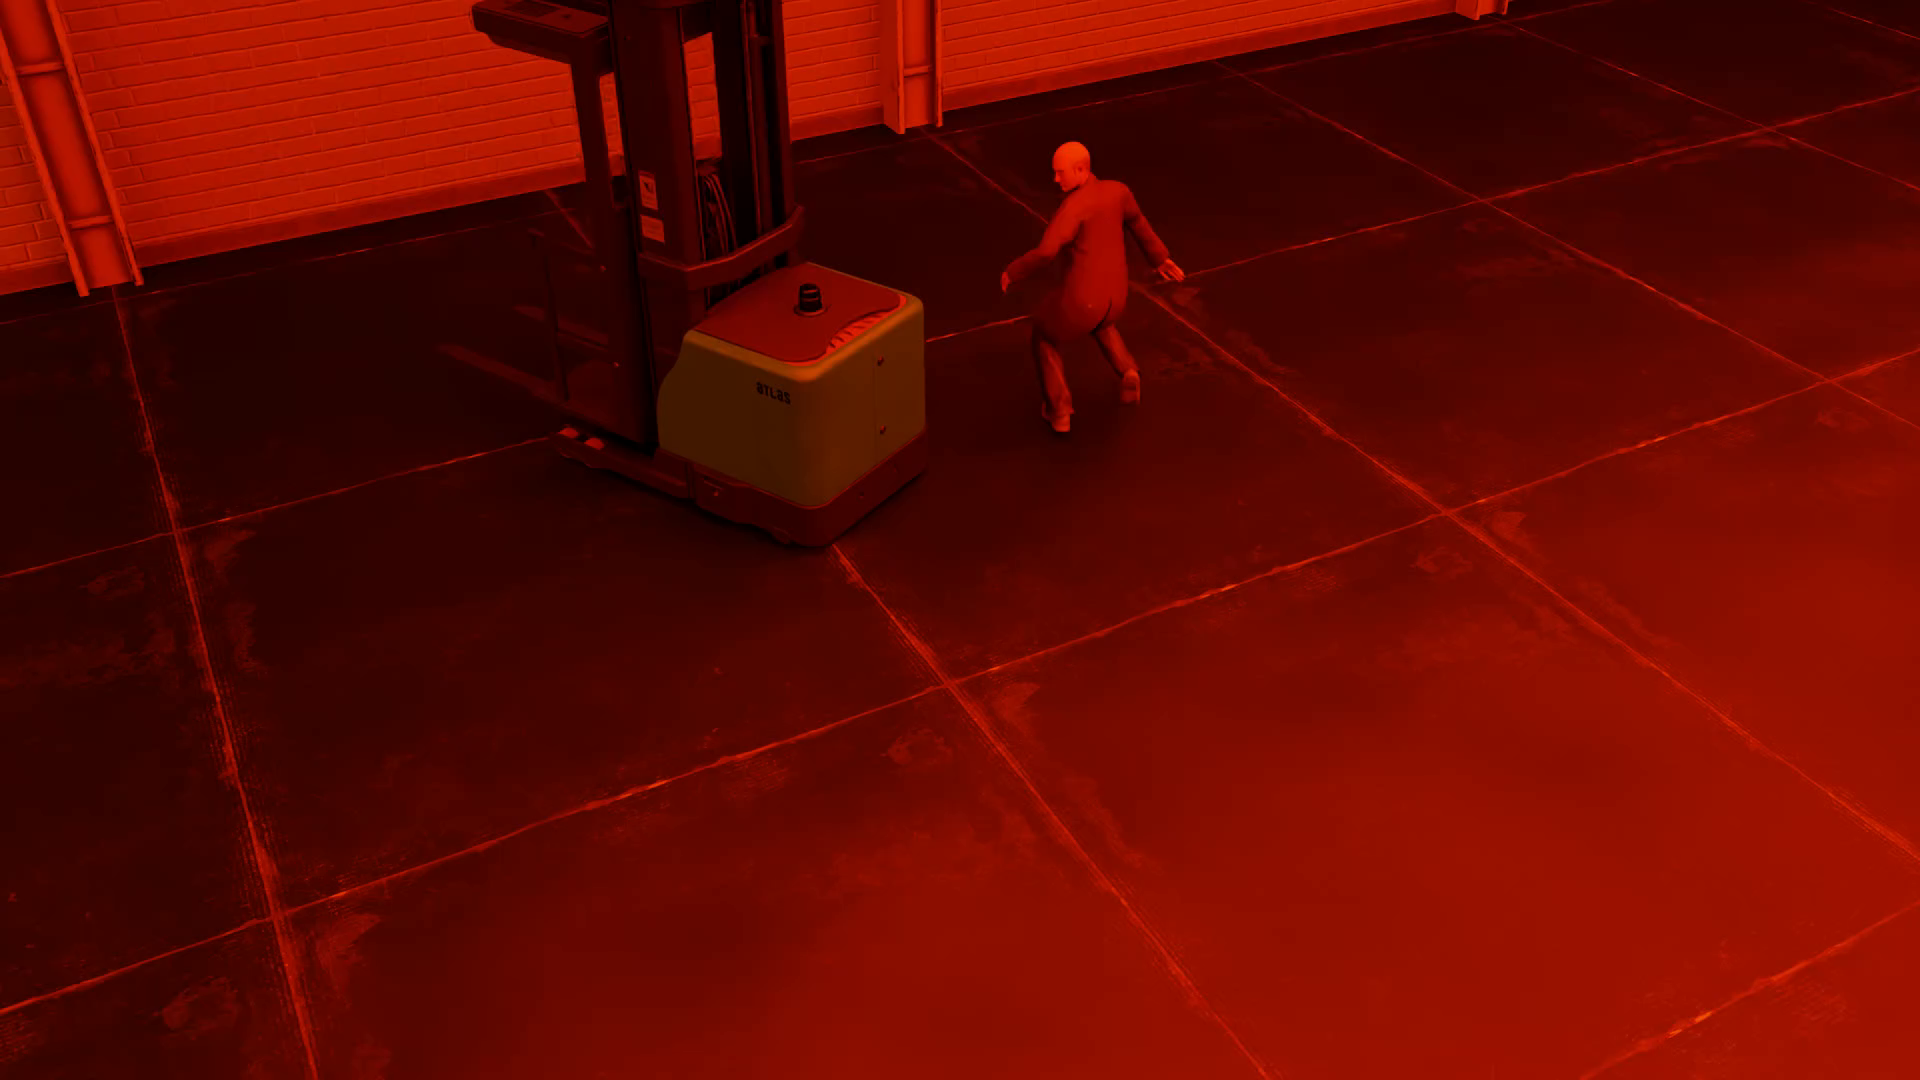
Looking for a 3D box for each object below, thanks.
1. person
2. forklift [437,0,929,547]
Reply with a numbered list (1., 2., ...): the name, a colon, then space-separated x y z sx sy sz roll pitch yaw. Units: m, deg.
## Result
1. person: 0.751 -1.422 9.361 1.034 1.670 0.509 -24 42 -30
2. forklift: -1.676 -1.796 8.719 3.031 2.867 1.129 22 41 27
